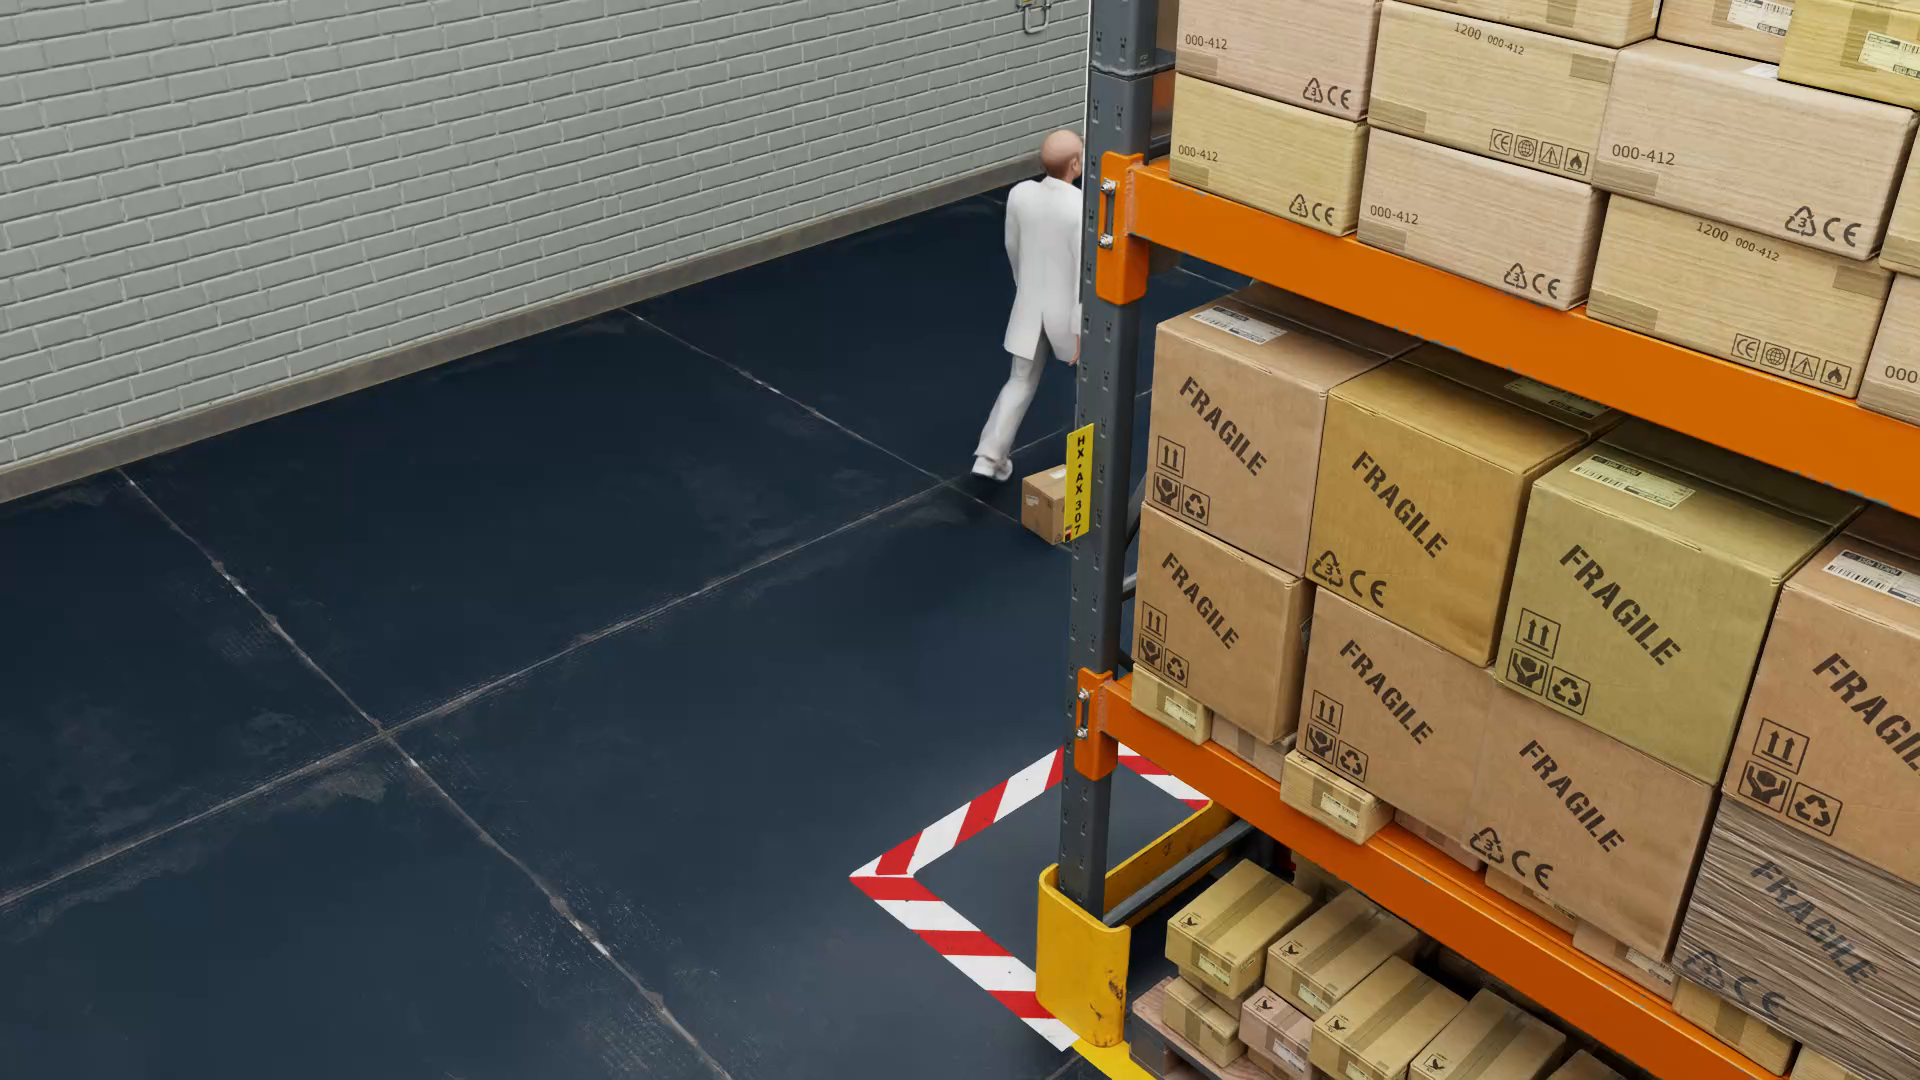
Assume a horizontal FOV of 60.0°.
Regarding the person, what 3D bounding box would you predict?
[{"bbox_3d":[0.433,-1.109,7.958,0.598,1.732,1.101,18,36,27],"label":"person"}]
